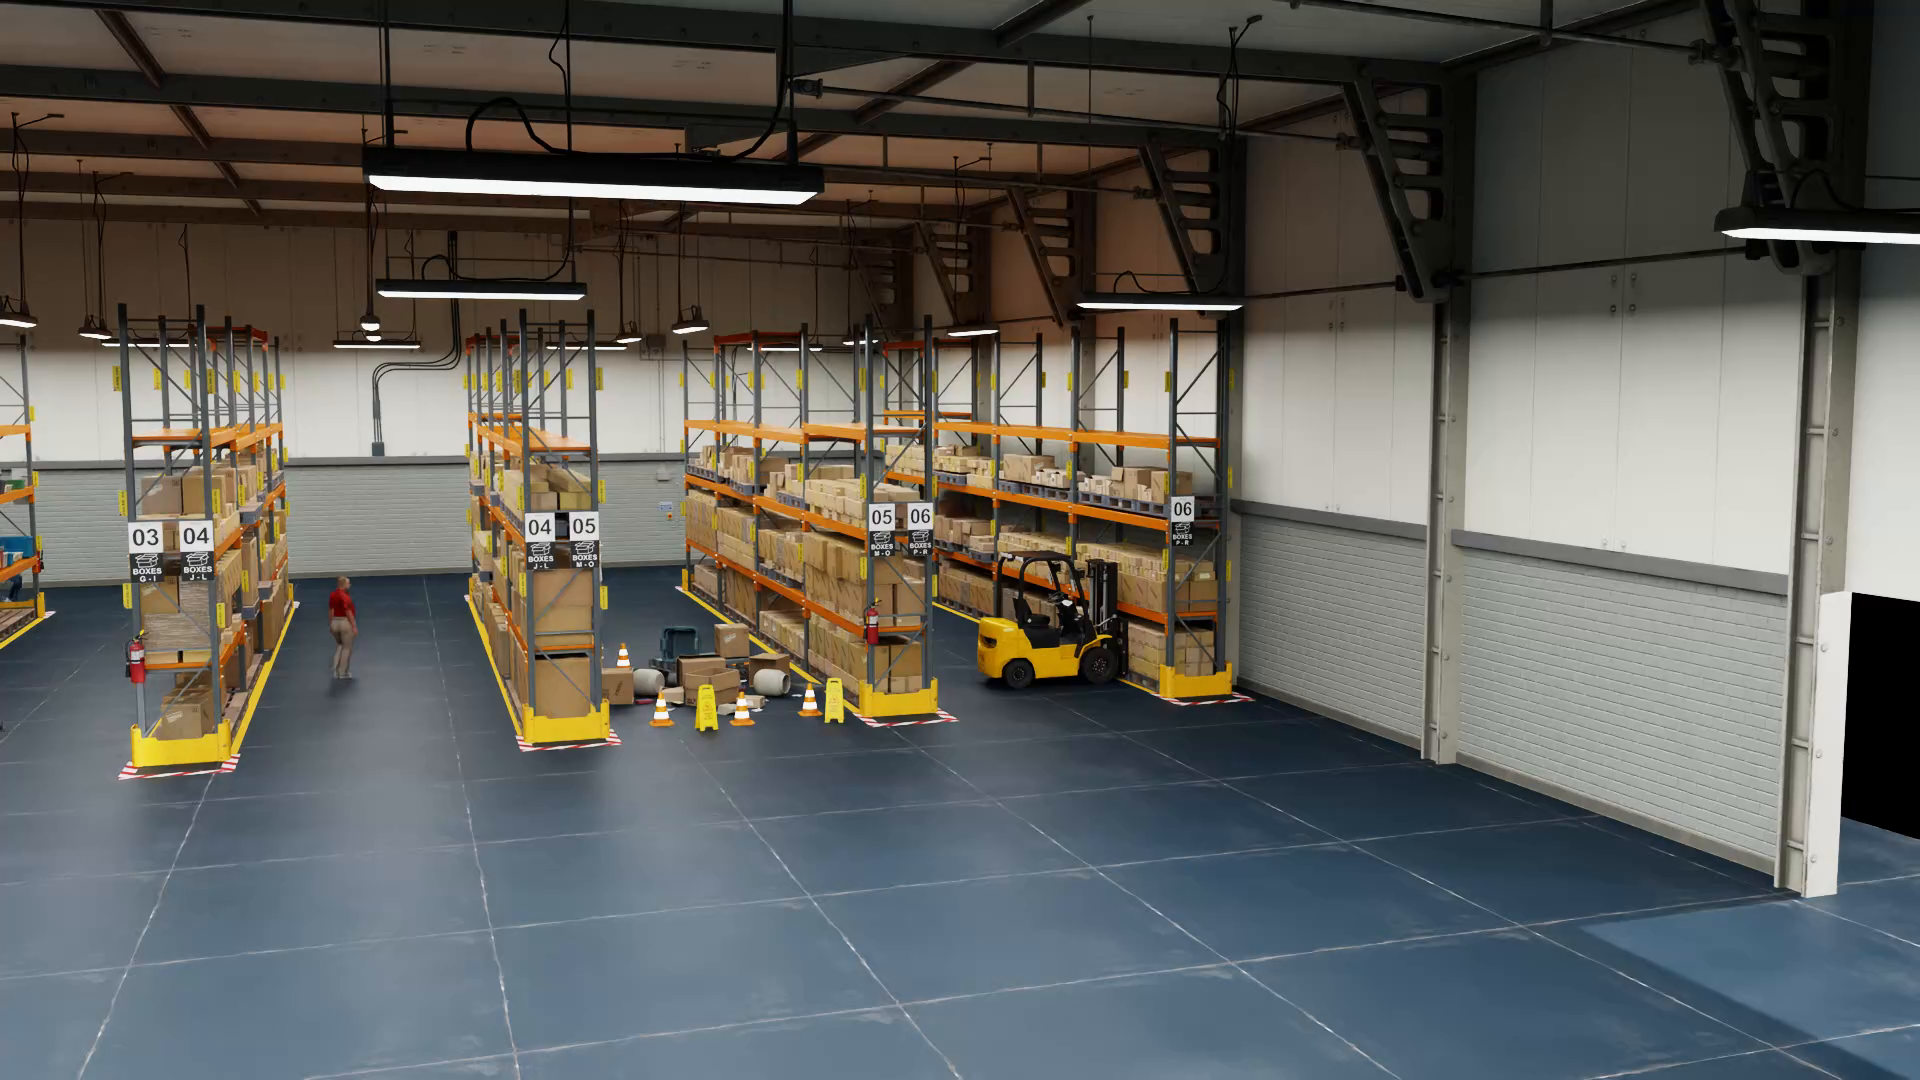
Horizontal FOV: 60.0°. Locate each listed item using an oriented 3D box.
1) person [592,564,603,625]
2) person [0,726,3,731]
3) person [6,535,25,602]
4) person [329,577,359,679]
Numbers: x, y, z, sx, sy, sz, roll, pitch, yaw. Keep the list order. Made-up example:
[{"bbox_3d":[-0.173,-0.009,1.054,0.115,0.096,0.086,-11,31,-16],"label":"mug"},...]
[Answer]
[{"bbox_3d":[-7.605,0.864,34.333,0.536,1.782,0.412,3,6,29],"label":"person"},{"bbox_3d":[-13.847,1.962,23.322,0.564,1.702,0.857,4,7,36],"label":"person"},{"bbox_3d":[-20.987,0.696,36.944,0.419,1.578,0.454,2,6,16],"label":"person"},{"bbox_3d":[-10.385,1.486,28.051,0.558,1.761,0.448,2,6,19],"label":"person"}]
